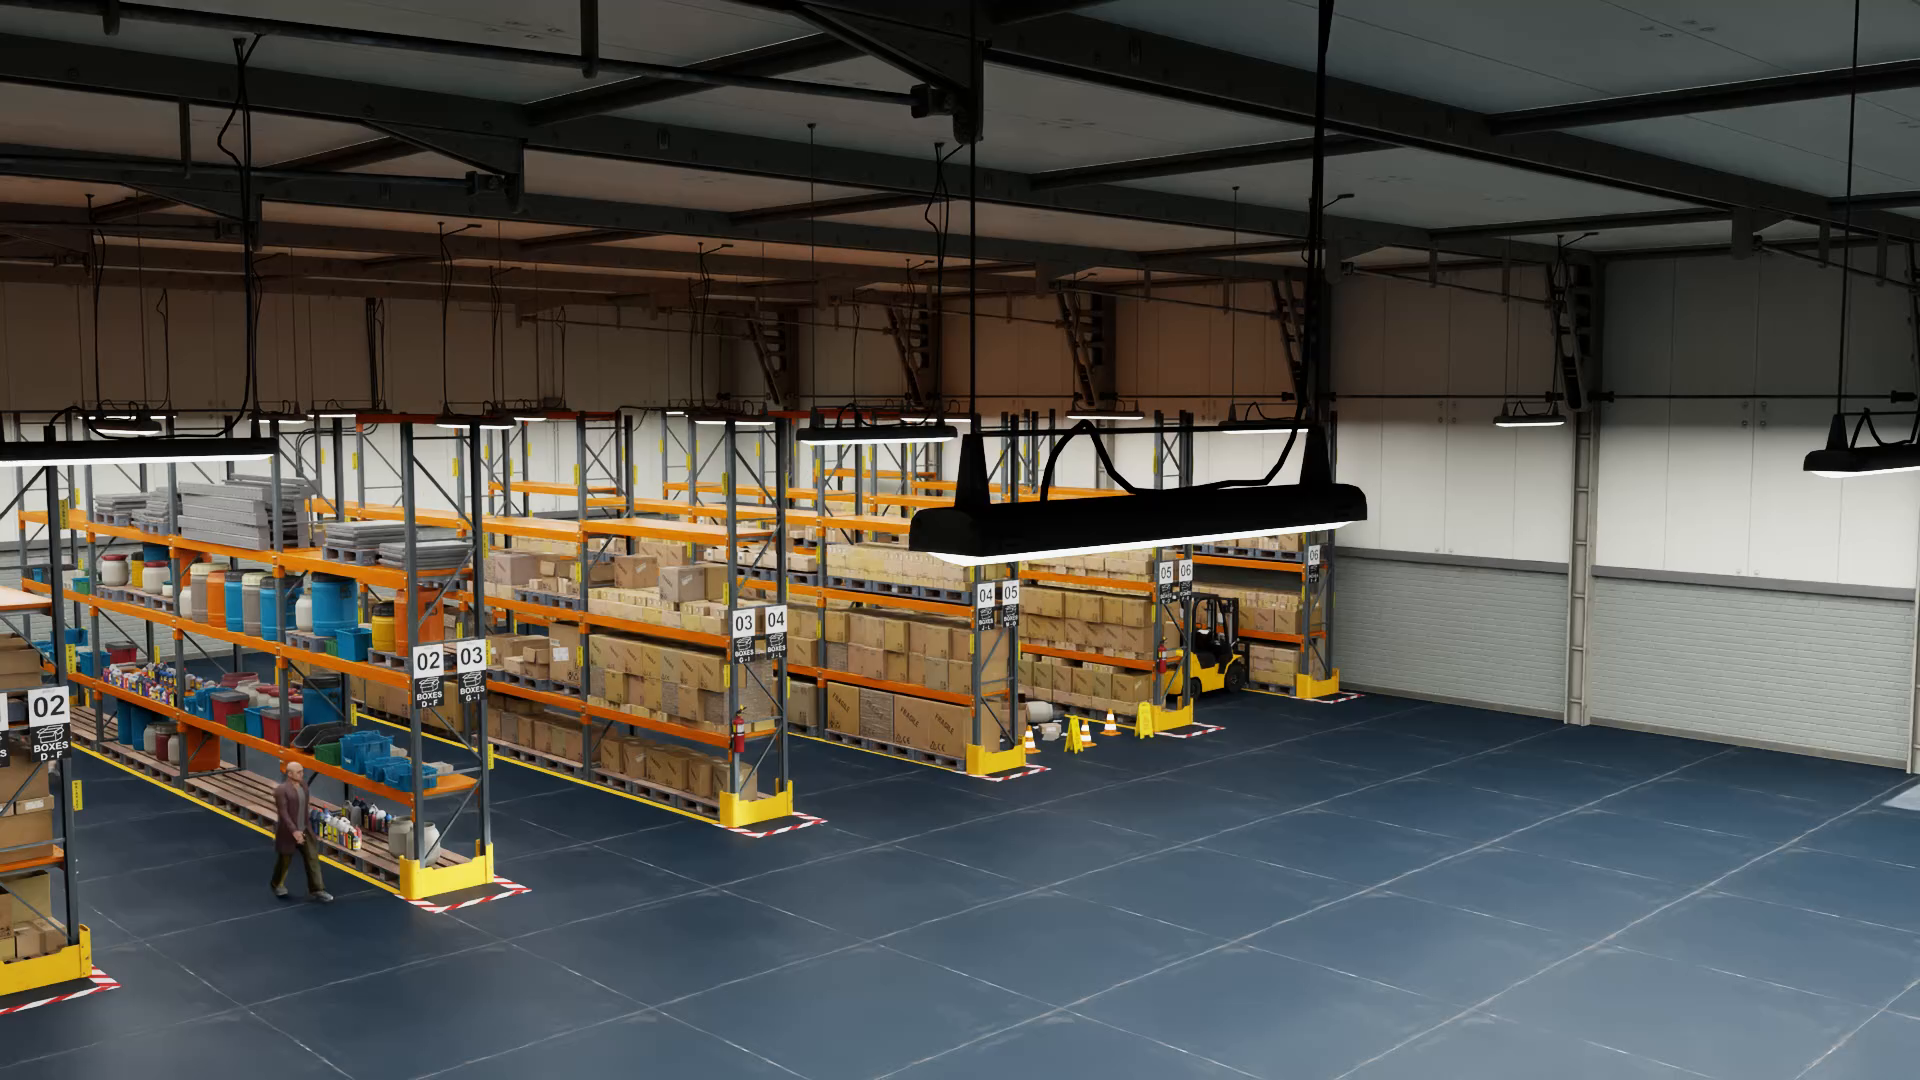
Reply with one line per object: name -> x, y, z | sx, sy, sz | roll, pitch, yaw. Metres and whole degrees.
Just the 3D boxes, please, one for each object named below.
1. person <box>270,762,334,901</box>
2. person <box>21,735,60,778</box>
person -> -8.299, 3.639, 20.866 | 1.063, 1.725, 0.564 | 3, 6, 30
person -> -15.041, 3.112, 27.186 | 0.594, 1.719, 0.520 | -2, 6, -26
